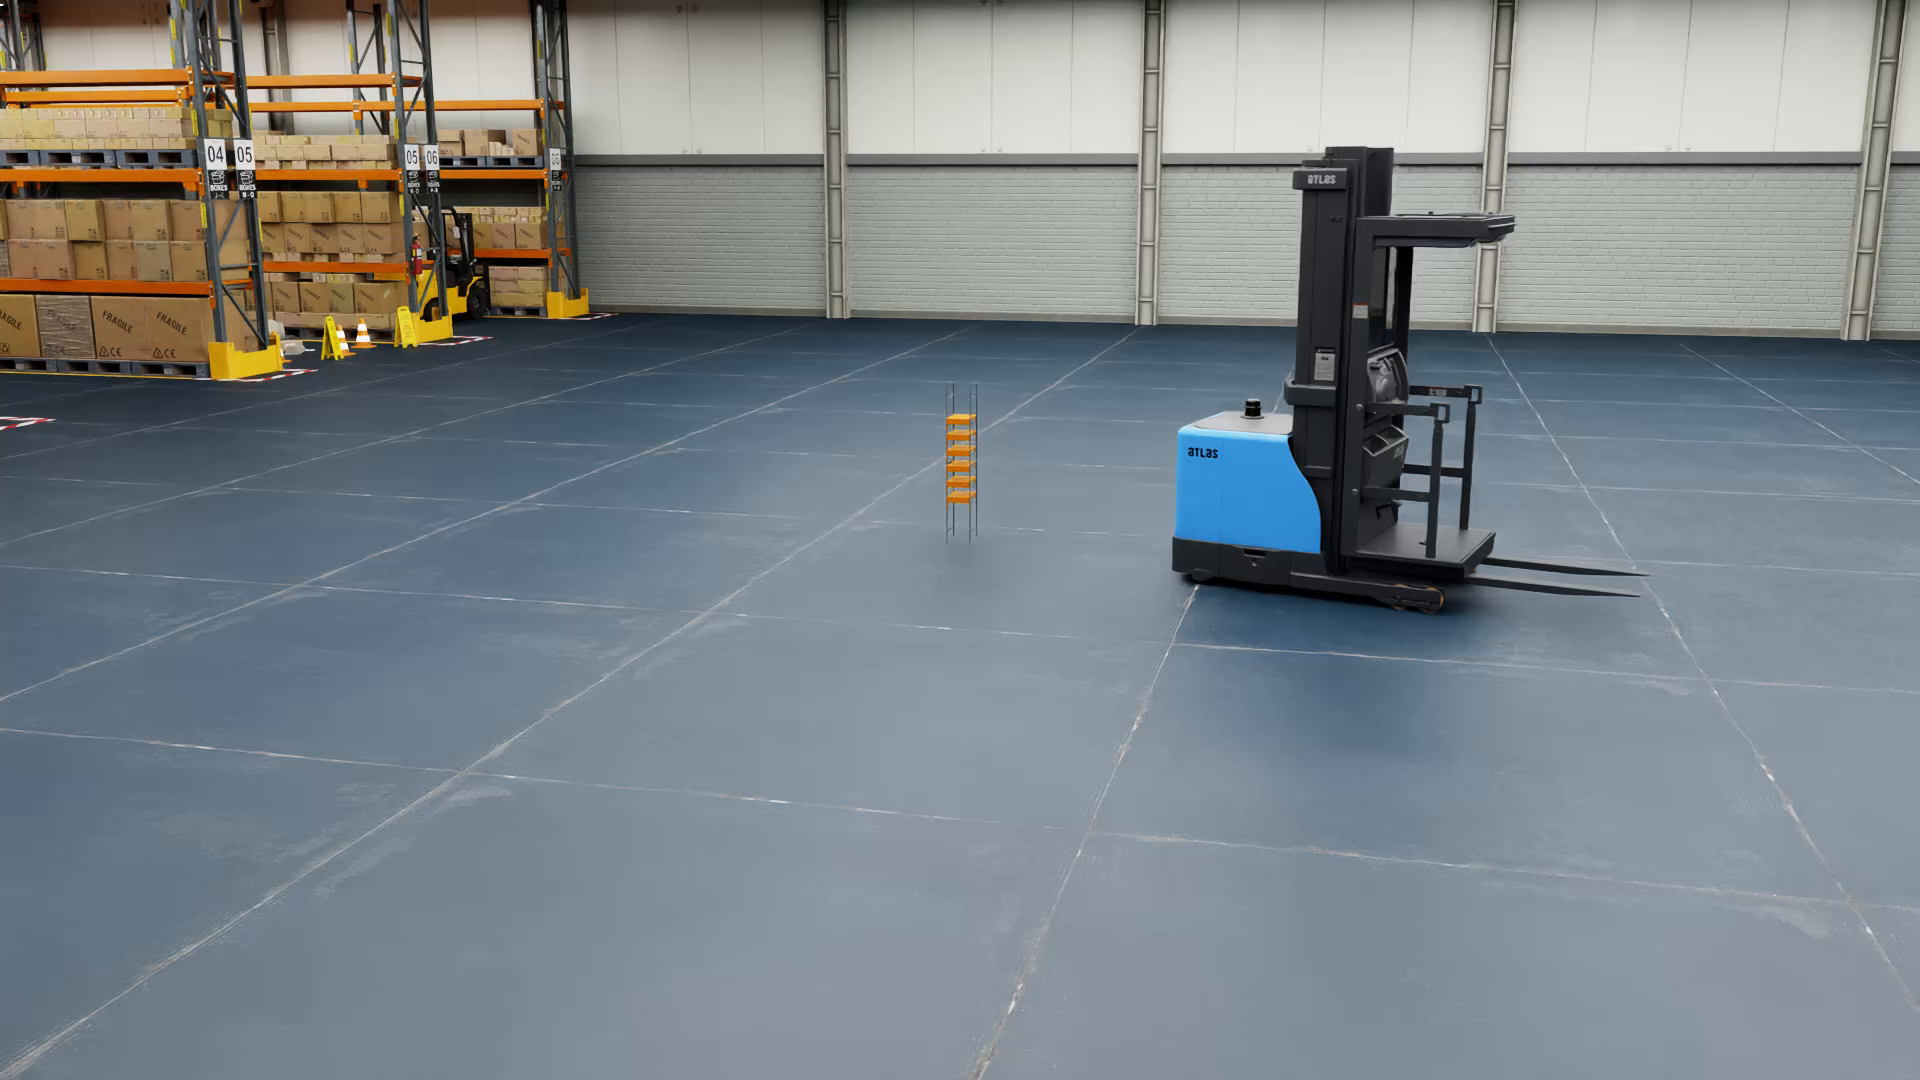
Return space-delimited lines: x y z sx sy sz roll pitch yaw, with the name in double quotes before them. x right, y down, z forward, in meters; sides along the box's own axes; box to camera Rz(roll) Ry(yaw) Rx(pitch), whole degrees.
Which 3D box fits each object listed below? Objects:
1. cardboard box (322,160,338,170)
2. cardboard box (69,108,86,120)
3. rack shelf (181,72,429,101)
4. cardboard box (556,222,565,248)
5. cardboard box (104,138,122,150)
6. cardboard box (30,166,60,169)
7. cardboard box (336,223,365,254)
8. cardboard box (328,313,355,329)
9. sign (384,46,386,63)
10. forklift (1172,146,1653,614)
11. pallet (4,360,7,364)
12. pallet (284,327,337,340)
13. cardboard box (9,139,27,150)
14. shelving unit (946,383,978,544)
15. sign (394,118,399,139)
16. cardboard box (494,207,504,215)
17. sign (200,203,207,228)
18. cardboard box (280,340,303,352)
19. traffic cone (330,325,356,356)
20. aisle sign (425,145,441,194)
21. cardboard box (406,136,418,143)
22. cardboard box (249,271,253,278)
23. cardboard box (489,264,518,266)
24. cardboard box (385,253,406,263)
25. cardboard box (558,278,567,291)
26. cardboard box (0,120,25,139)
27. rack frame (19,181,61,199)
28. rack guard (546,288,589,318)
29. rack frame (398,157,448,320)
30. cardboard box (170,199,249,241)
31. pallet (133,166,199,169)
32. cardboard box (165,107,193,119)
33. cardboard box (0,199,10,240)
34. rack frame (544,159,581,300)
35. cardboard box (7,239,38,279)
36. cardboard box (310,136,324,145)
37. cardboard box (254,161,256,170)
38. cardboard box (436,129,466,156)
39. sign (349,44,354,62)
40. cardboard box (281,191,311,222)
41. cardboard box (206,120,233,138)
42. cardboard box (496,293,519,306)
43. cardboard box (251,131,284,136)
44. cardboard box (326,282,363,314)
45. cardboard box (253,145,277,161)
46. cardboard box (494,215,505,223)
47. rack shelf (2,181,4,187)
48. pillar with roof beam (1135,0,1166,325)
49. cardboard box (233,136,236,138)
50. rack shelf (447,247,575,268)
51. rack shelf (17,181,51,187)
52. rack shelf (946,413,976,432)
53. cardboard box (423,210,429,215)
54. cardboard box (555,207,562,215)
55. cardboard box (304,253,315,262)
"cardboard box" -10.305 -6.190 27.457 0.250 0.149 0.380 3 13 13
"cardboard box" -11.886 -5.796 22.637 0.250 0.149 0.380 3 13 14
"rack shelf" -10.851 -7.512 27.576 4.000 0.370 1.077 3 13 14
"cardboard box" -8.138 -6.009 32.753 0.500 0.500 0.500 3 13 15
"cardboard box" -11.390 -5.380 22.604 0.250 0.149 0.380 3 13 13
"cardboard box" -15.759 -6.709 28.984 0.500 0.500 0.700 3 13 14
"cardboard box" -9.987 -5.023 27.623 0.500 0.500 0.500 3 13 14
"cardboard box" -10.260 -3.708 27.994 0.500 0.250 0.500 3 13 14
"sign" -11.450 -9.661 33.073 0.005 0.325 0.100 3 13 14
"forklift" 3.016 -1.089 10.965 3.031 2.935 1.130 7 14 28
"pallet" -14.648 -2.656 24.311 1.213 0.211 1.003 3 13 14
"pallet" -10.944 -3.588 28.510 1.213 0.211 1.003 3 13 14
"cardboard box" -12.872 -5.459 22.961 0.250 0.149 0.380 3 13 13
"shelving unit" 0.014 -0.585 12.693 0.189 1.200 0.258 3 13 14
"sign" -9.062 -6.613 26.737 0.005 0.325 0.100 3 13 14
"cardboard box" -8.853 -6.404 32.348 0.250 0.149 0.380 3 13 14
"sign" -10.141 -4.353 22.302 0.005 0.325 0.100 3 13 14
"cardboard box" -10.665 -3.083 26.380 0.250 0.149 0.380 12 17 43
"traffic cone" -9.572 -3.093 25.700 0.334 0.463 0.336 3 13 14
"aisle sign" -8.775 -6.163 27.677 0.004 0.787 0.394 3 13 14
"cardboard box" -9.206 -6.624 27.572 0.250 0.149 0.380 3 13 13
"cardboard box" -12.178 -4.478 28.236 0.250 0.149 0.380 3 13 14
"cardboard box" -9.114 -5.345 33.061 0.500 0.250 0.500 3 13 13
"cardboard box" -9.324 -4.684 27.591 0.250 0.149 0.380 4 13 15
"cardboard box" -8.130 -5.051 32.890 0.500 0.250 0.500 3 13 15
"cardboard box" -12.983 -5.673 23.006 0.500 0.250 0.500 3 13 13
"rack frame" -19.374 -6.499 35.192 0.127 3.000 1.000 3 13 14
"rack guard" -7.700 -4.654 32.650 0.348 0.500 1.175 3 13 14
"rack frame" -8.909 -4.832 27.679 0.127 3.000 1.000 3 13 14
"cardboard box" -10.348 -4.413 22.954 0.550 0.550 0.875 3 13 14
"pallet" -13.367 -6.467 28.556 1.003 0.211 1.213 3 13 14
"cardboard box" -10.406 -5.717 22.281 0.250 0.149 0.380 3 13 14
"cardboard box" -13.531 -4.567 23.647 0.550 0.550 0.875 3 13 14
"rack frame" -7.724 -5.876 32.385 0.127 3.000 1.000 3 13 14
"cardboard box" -12.980 -4.026 23.701 0.550 0.550 0.875 3 13 14
"cardboard box" -10.519 -6.607 27.492 0.250 0.149 0.380 3 13 12
"cardboard box" -11.808 -6.277 27.848 0.250 0.149 0.380 3 13 15
"cardboard box" -9.741 -7.729 32.372 0.637 0.503 0.797 3 13 15
"sign" -11.726 -9.392 32.044 0.005 0.325 0.100 3 13 14
"cardboard box" -10.918 -5.582 27.836 0.500 0.500 0.700 3 13 13
"cardboard box" -10.404 -5.655 22.923 0.500 0.250 0.500 3 13 13
"cardboard box" -8.736 -4.724 32.573 0.500 0.250 0.500 3 13 14
"cardboard box" -13.858 -7.916 33.226 0.500 0.500 0.500 3 13 15
"cardboard box" -10.257 -4.074 27.909 0.500 0.500 0.500 4 13 16
"cardboard box" -11.445 -6.442 27.670 0.500 0.250 0.500 3 13 14
"cardboard box" -8.858 -6.249 32.338 0.250 0.149 0.380 3 13 13
"rack shelf" -15.823 -5.210 24.120 4.000 0.370 1.077 3 13 14
"pillar with roof beam" 2.435 -7.502 25.865 0.400 9.000 9.100 3 13 14
"cardboard box" -12.052 -6.663 27.744 0.250 0.149 0.380 3 13 12
"rack shelf" -9.665 -5.628 32.931 4.000 0.370 1.077 3 13 14
"rack shelf" -21.316 -7.716 35.412 4.000 0.370 1.077 3 13 14
"rack shelf" 0.014 -0.893 12.624 0.180 0.103 0.258 3 13 14
"cardboard box" -10.360 -6.467 32.632 0.250 0.149 0.380 3 13 13
"cardboard box" -7.999 -6.449 32.553 0.250 0.149 0.380 3 13 12
"cardboard box" -10.803 -4.767 27.967 0.250 0.149 0.380 3 13 14
